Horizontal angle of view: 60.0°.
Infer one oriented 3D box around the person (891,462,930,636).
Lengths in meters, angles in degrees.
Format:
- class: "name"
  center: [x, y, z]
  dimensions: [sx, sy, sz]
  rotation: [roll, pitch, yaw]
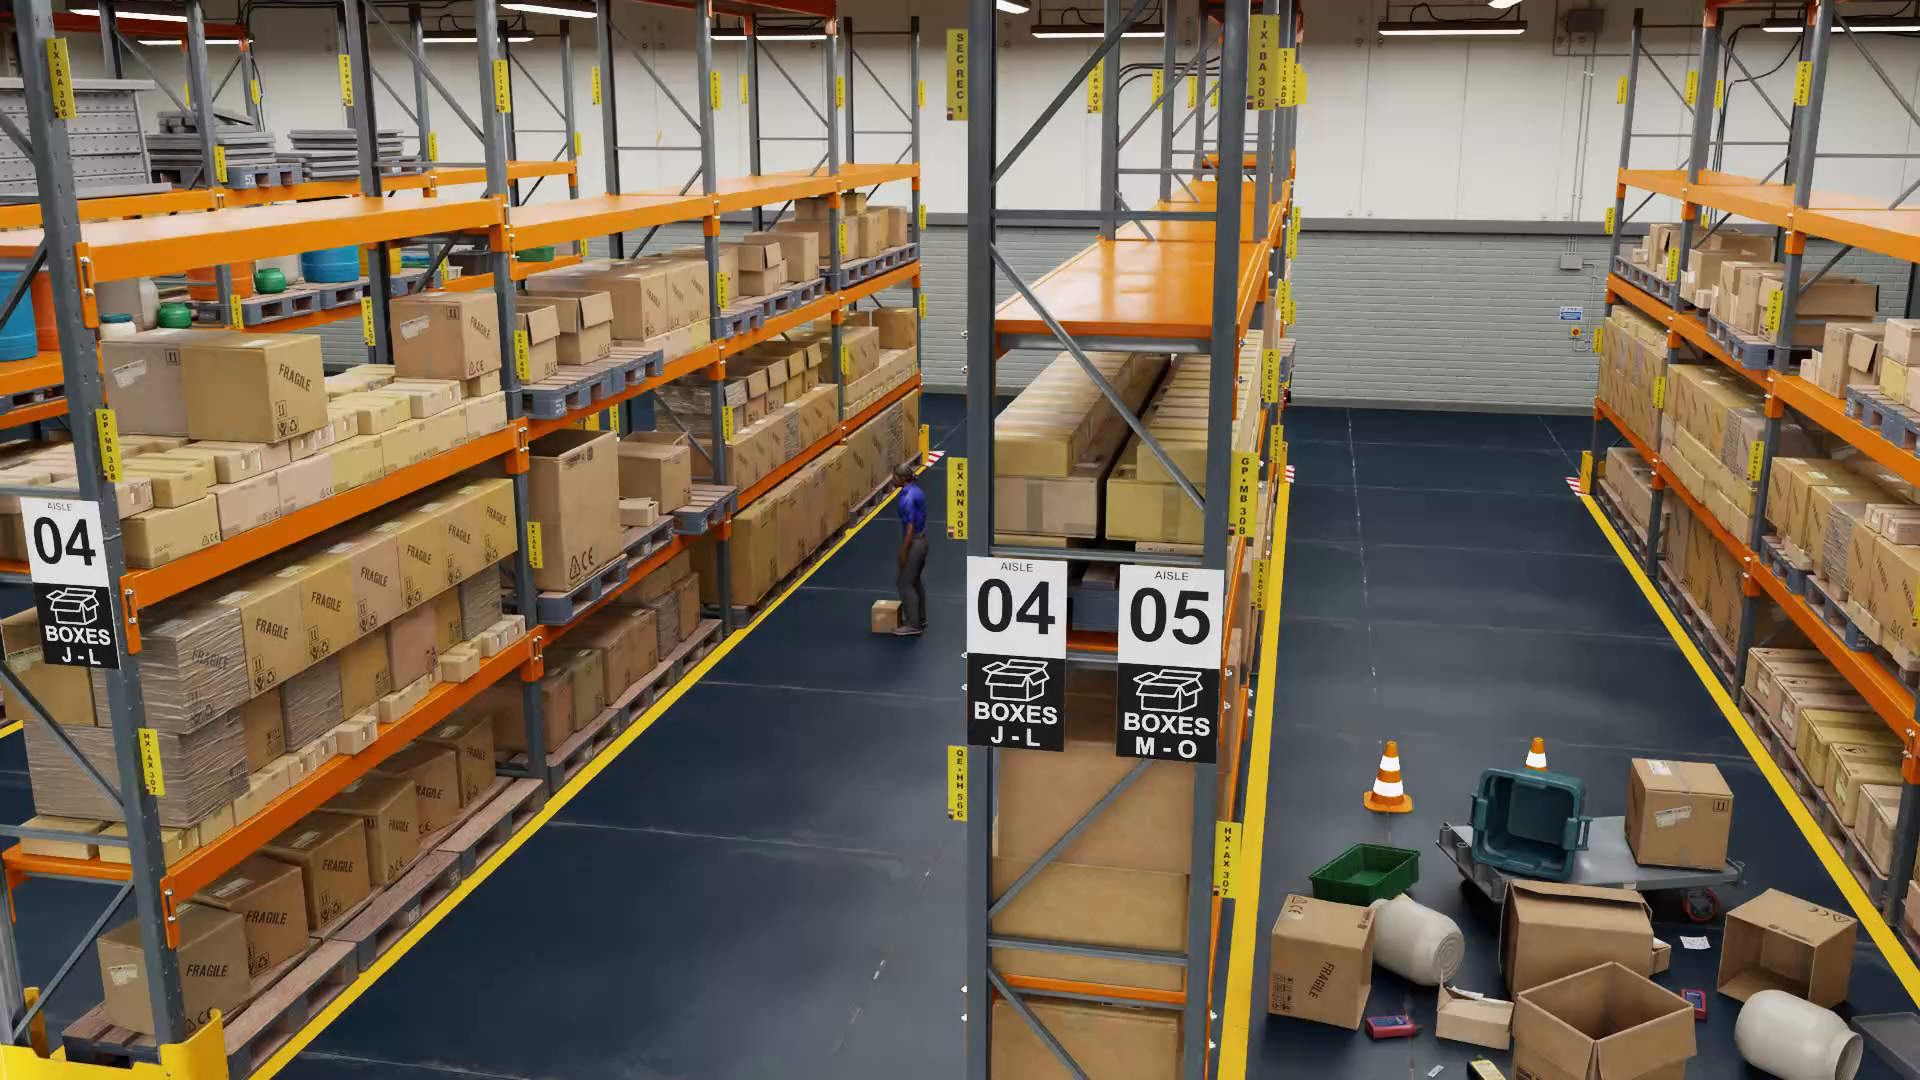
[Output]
- class: "person"
  center: [-0.471, 0.069, 15.760]
  dimensions: [0.347, 1.655, 0.532]
  rotation: [2, 15, 8]
